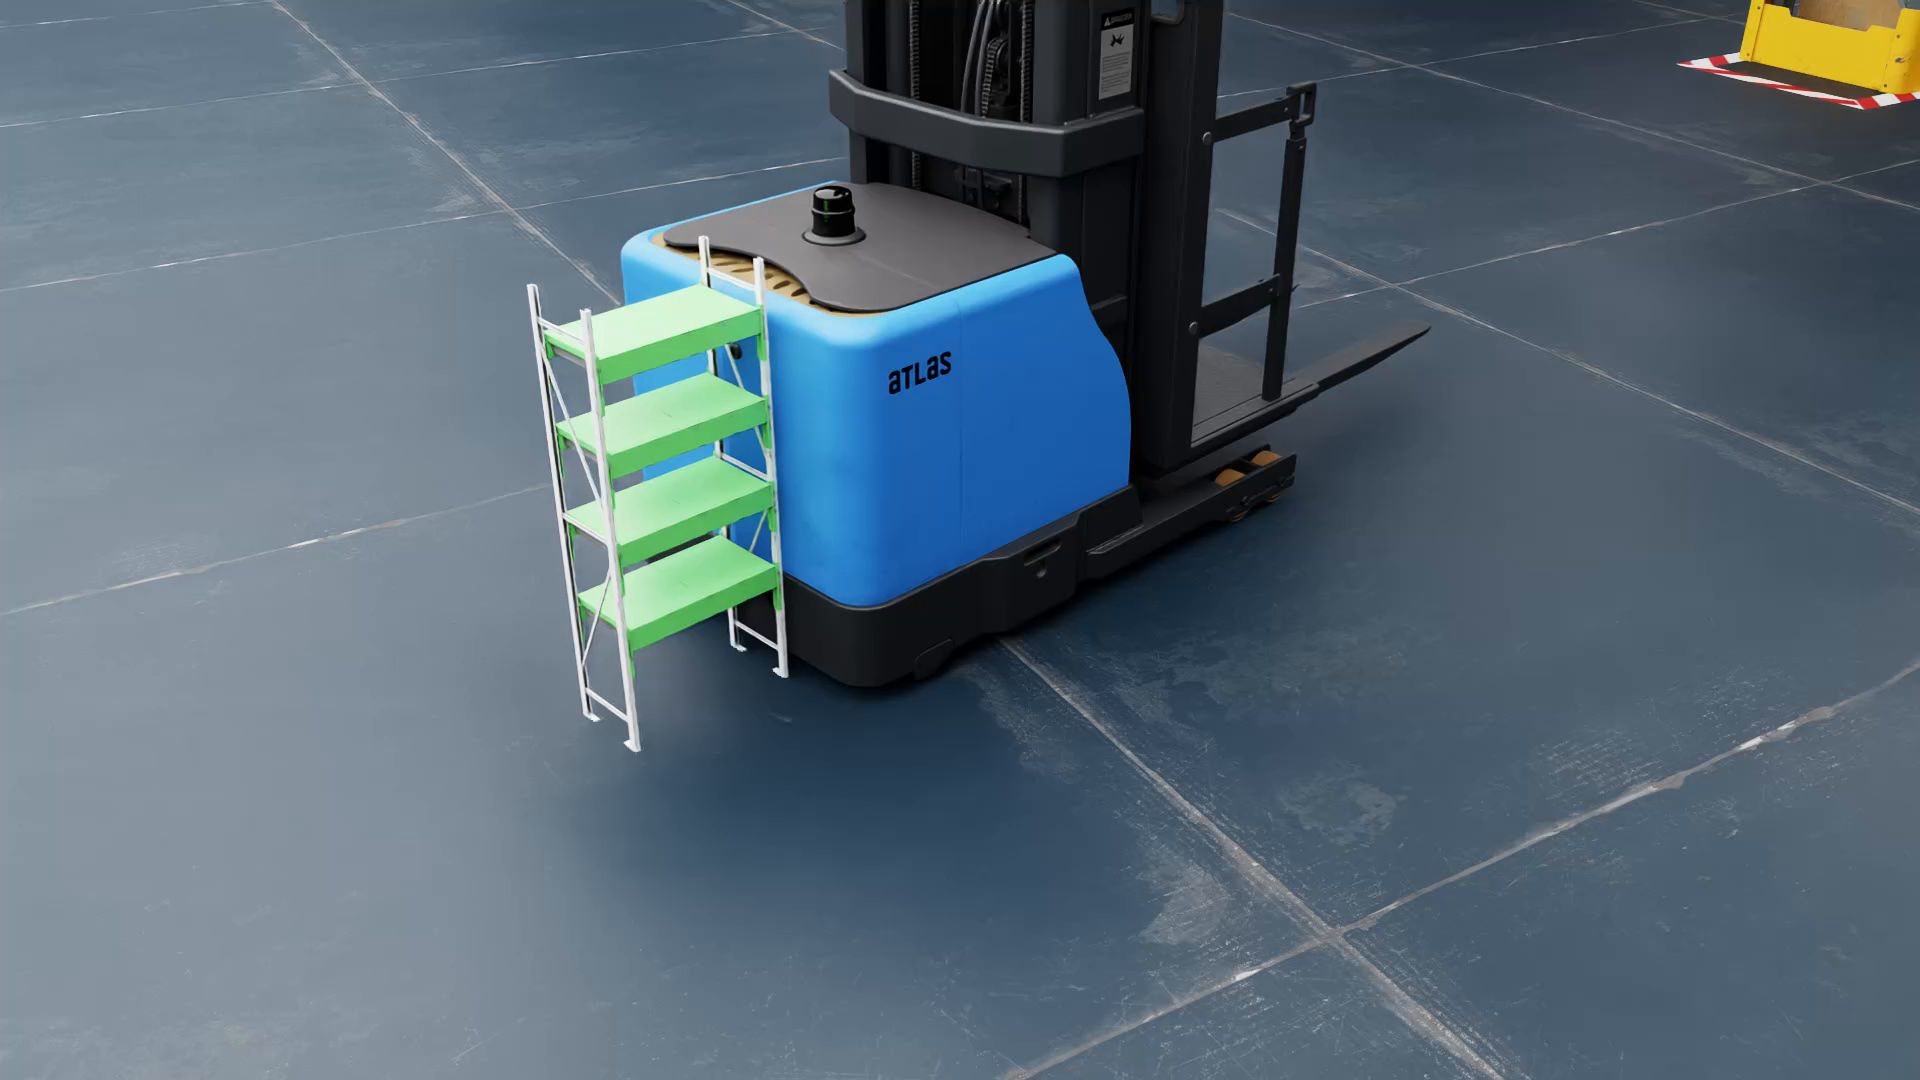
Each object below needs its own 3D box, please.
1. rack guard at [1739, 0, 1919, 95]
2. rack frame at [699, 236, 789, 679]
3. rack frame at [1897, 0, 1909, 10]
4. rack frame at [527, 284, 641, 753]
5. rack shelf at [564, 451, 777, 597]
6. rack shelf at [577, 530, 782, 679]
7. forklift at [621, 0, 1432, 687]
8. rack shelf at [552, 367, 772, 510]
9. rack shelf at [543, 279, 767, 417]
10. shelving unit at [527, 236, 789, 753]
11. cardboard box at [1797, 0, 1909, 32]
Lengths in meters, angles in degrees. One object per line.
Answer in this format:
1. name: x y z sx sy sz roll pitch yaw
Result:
1. rack guard: 5.596 -3.225 10.576 0.348 0.500 1.175 -16 33 -26
2. rack frame: -0.560 -0.188 4.349 0.015 1.200 0.240 -25 38 -38
3. rack frame: 5.615 -4.326 9.985 0.053 2.616 0.949 -16 33 -26
4. rack frame: -0.908 -0.023 4.049 0.015 1.200 0.240 -25 38 -38
5. rack shelf: -0.734 -0.049 4.230 0.480 0.148 0.258 -25 38 -38
6. rack shelf: -0.734 0.161 4.346 0.480 0.148 0.258 -25 38 -38
7. forklift: 0.462 -1.502 4.938 3.031 2.935 1.130 -25 38 -38
8. rack shelf: -0.734 -0.260 4.114 0.480 0.148 0.258 -25 38 -38
9. rack shelf: -0.734 -0.470 3.998 0.480 0.148 0.258 -25 38 -38
10. shelving unit: -0.734 -0.105 4.199 0.503 1.200 0.258 -25 38 -38
11. cardboard box: 6.168 -3.772 10.745 0.875 0.875 0.875 -16 33 -26
